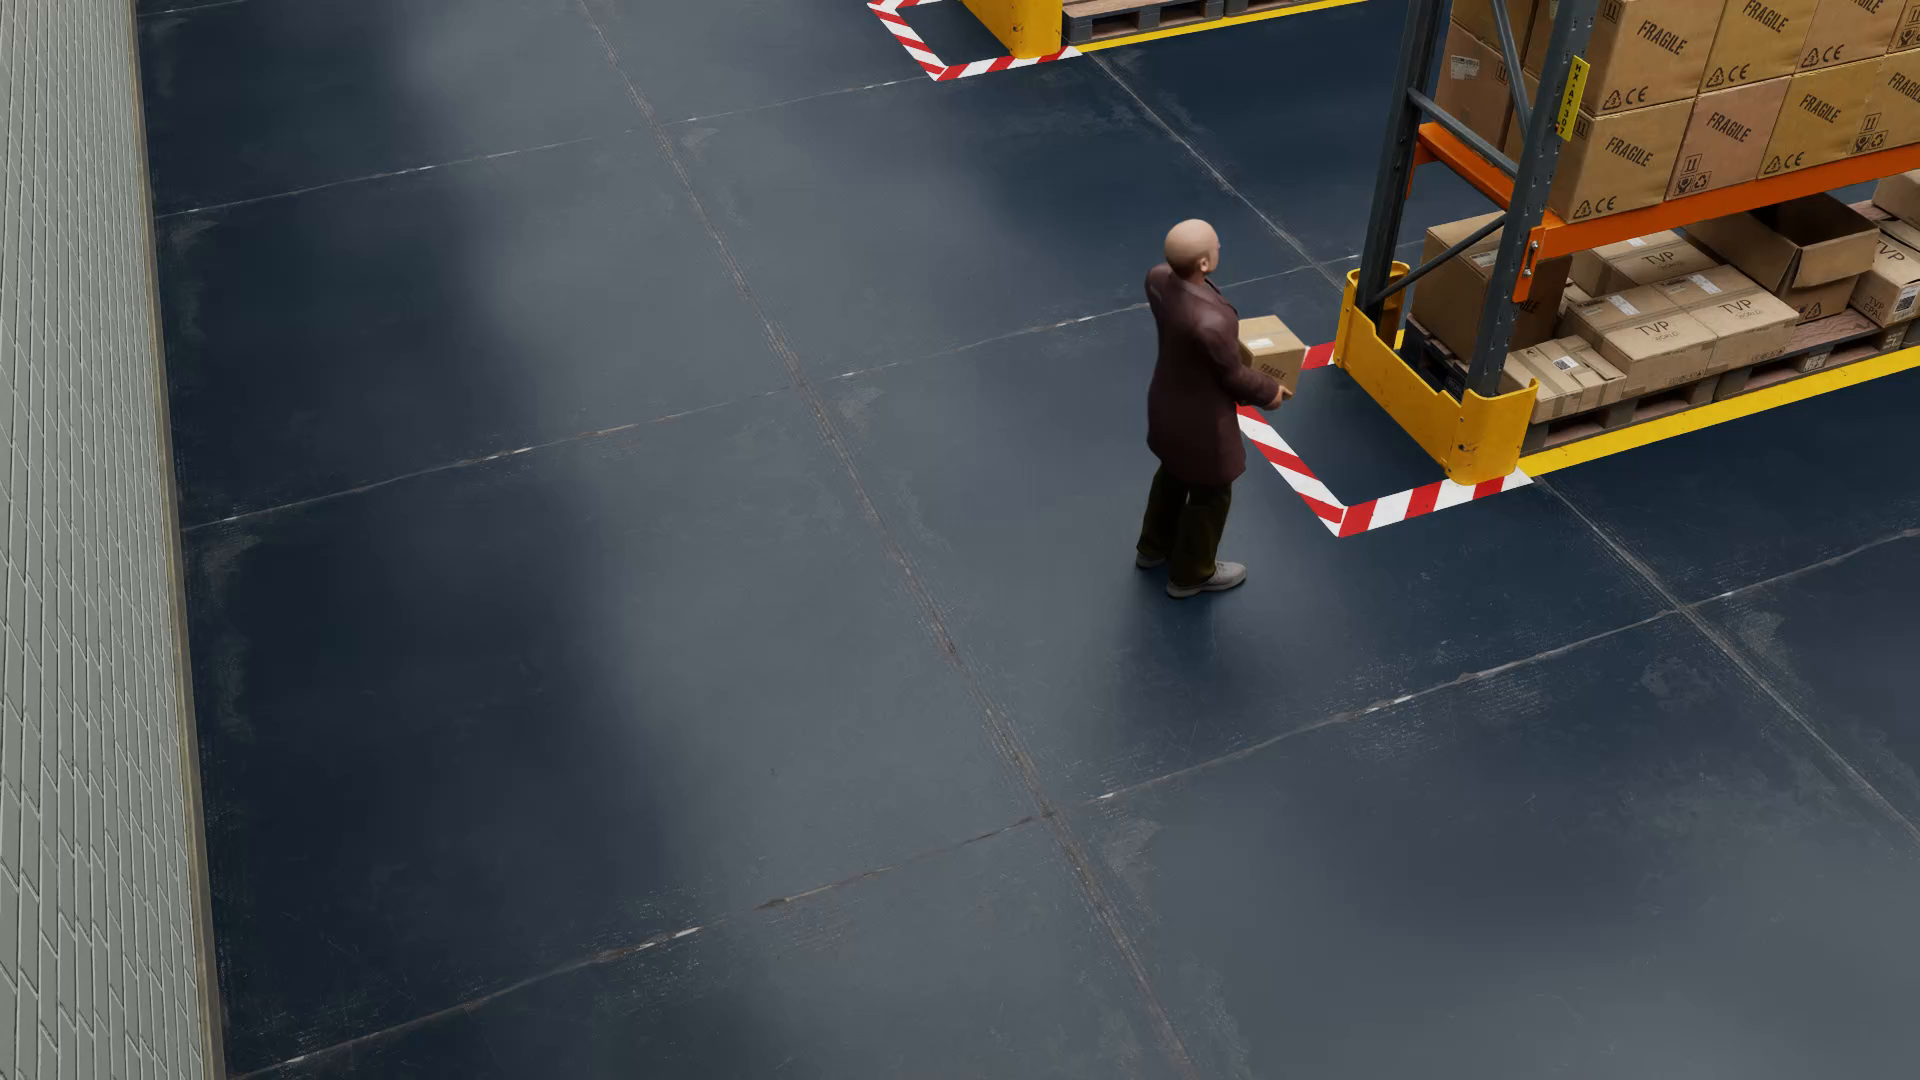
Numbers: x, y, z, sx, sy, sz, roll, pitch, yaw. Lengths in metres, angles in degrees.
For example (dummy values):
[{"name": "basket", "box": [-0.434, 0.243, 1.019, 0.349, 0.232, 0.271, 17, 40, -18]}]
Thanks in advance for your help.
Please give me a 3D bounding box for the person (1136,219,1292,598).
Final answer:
[{"name": "person", "box": [1.031, -0.547, 6.798, 0.553, 1.769, 0.526, -15, 43, -17]}]
